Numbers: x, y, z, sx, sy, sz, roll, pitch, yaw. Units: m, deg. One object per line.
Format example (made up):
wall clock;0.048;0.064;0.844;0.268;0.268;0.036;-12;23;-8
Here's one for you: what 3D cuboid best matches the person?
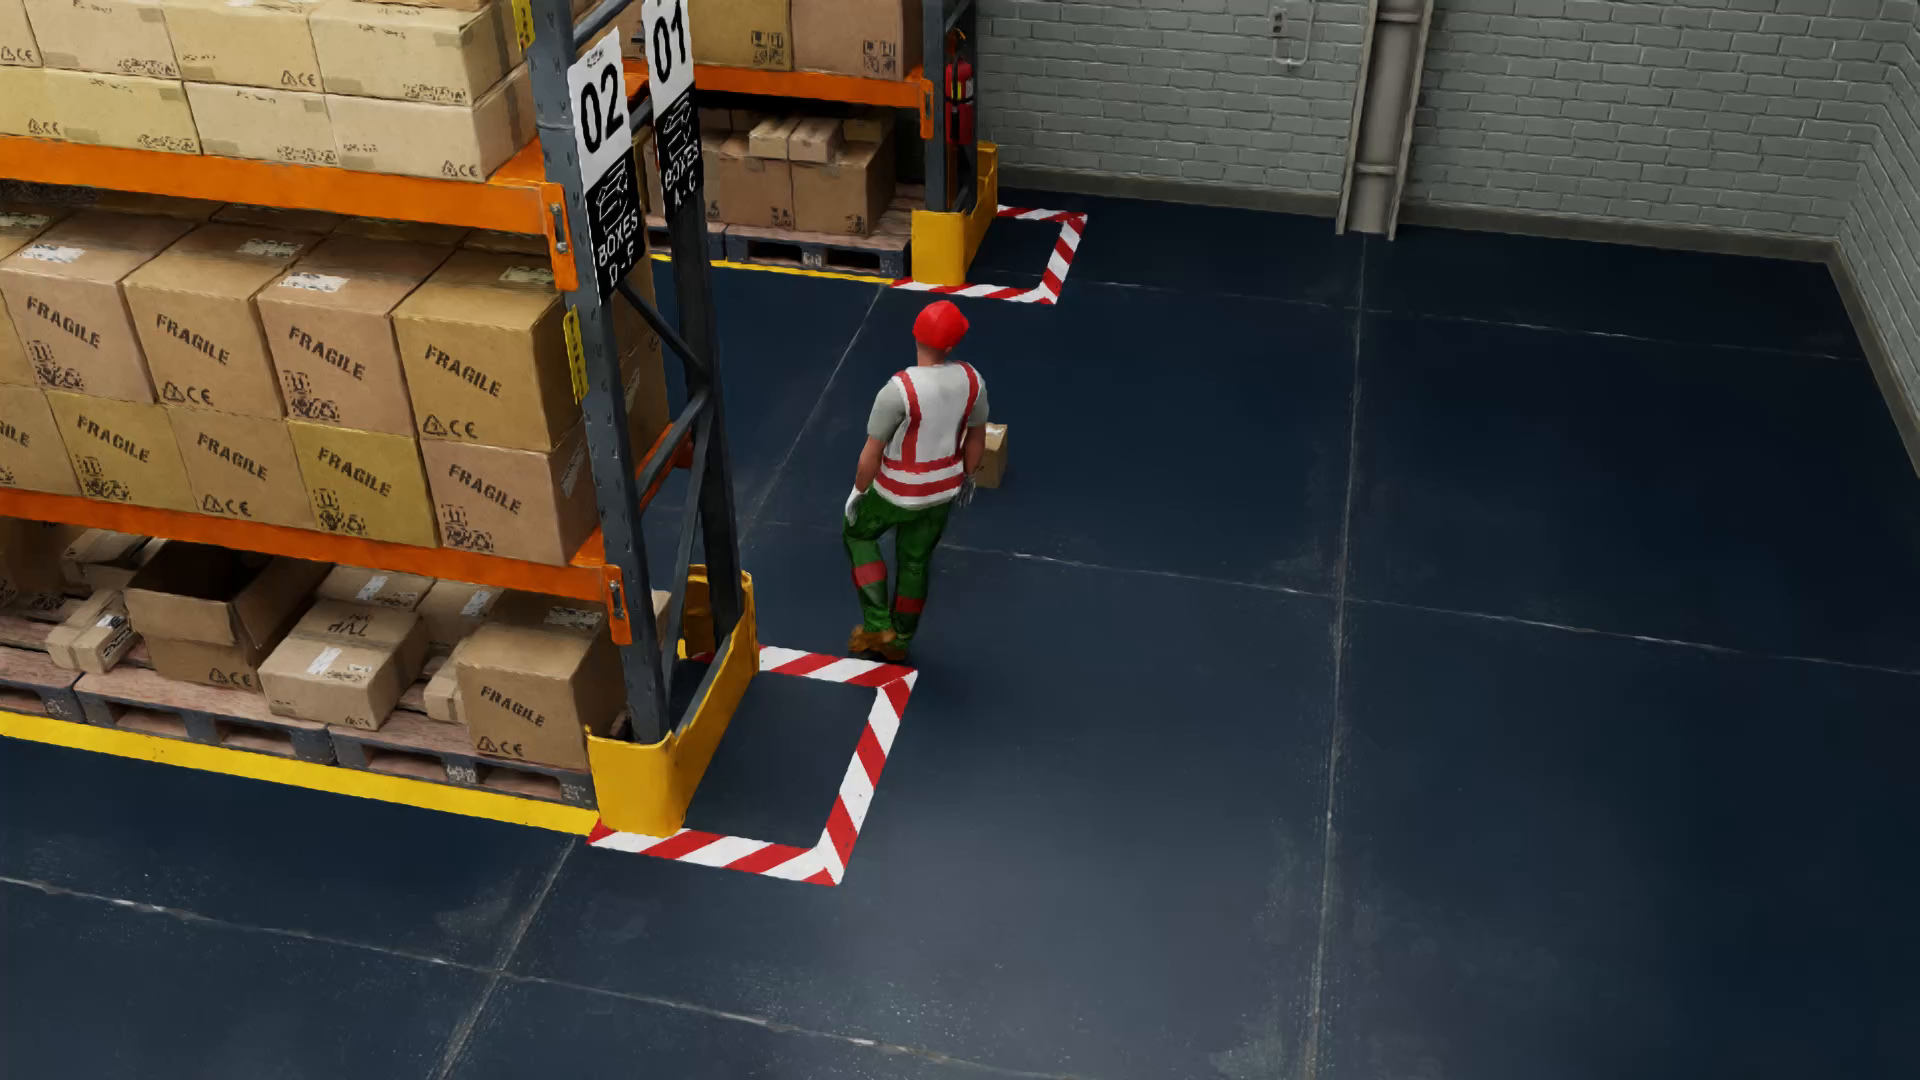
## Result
person;-0.243;-0.244;7.280;0.681;1.771;0.465;-22;42;-27
